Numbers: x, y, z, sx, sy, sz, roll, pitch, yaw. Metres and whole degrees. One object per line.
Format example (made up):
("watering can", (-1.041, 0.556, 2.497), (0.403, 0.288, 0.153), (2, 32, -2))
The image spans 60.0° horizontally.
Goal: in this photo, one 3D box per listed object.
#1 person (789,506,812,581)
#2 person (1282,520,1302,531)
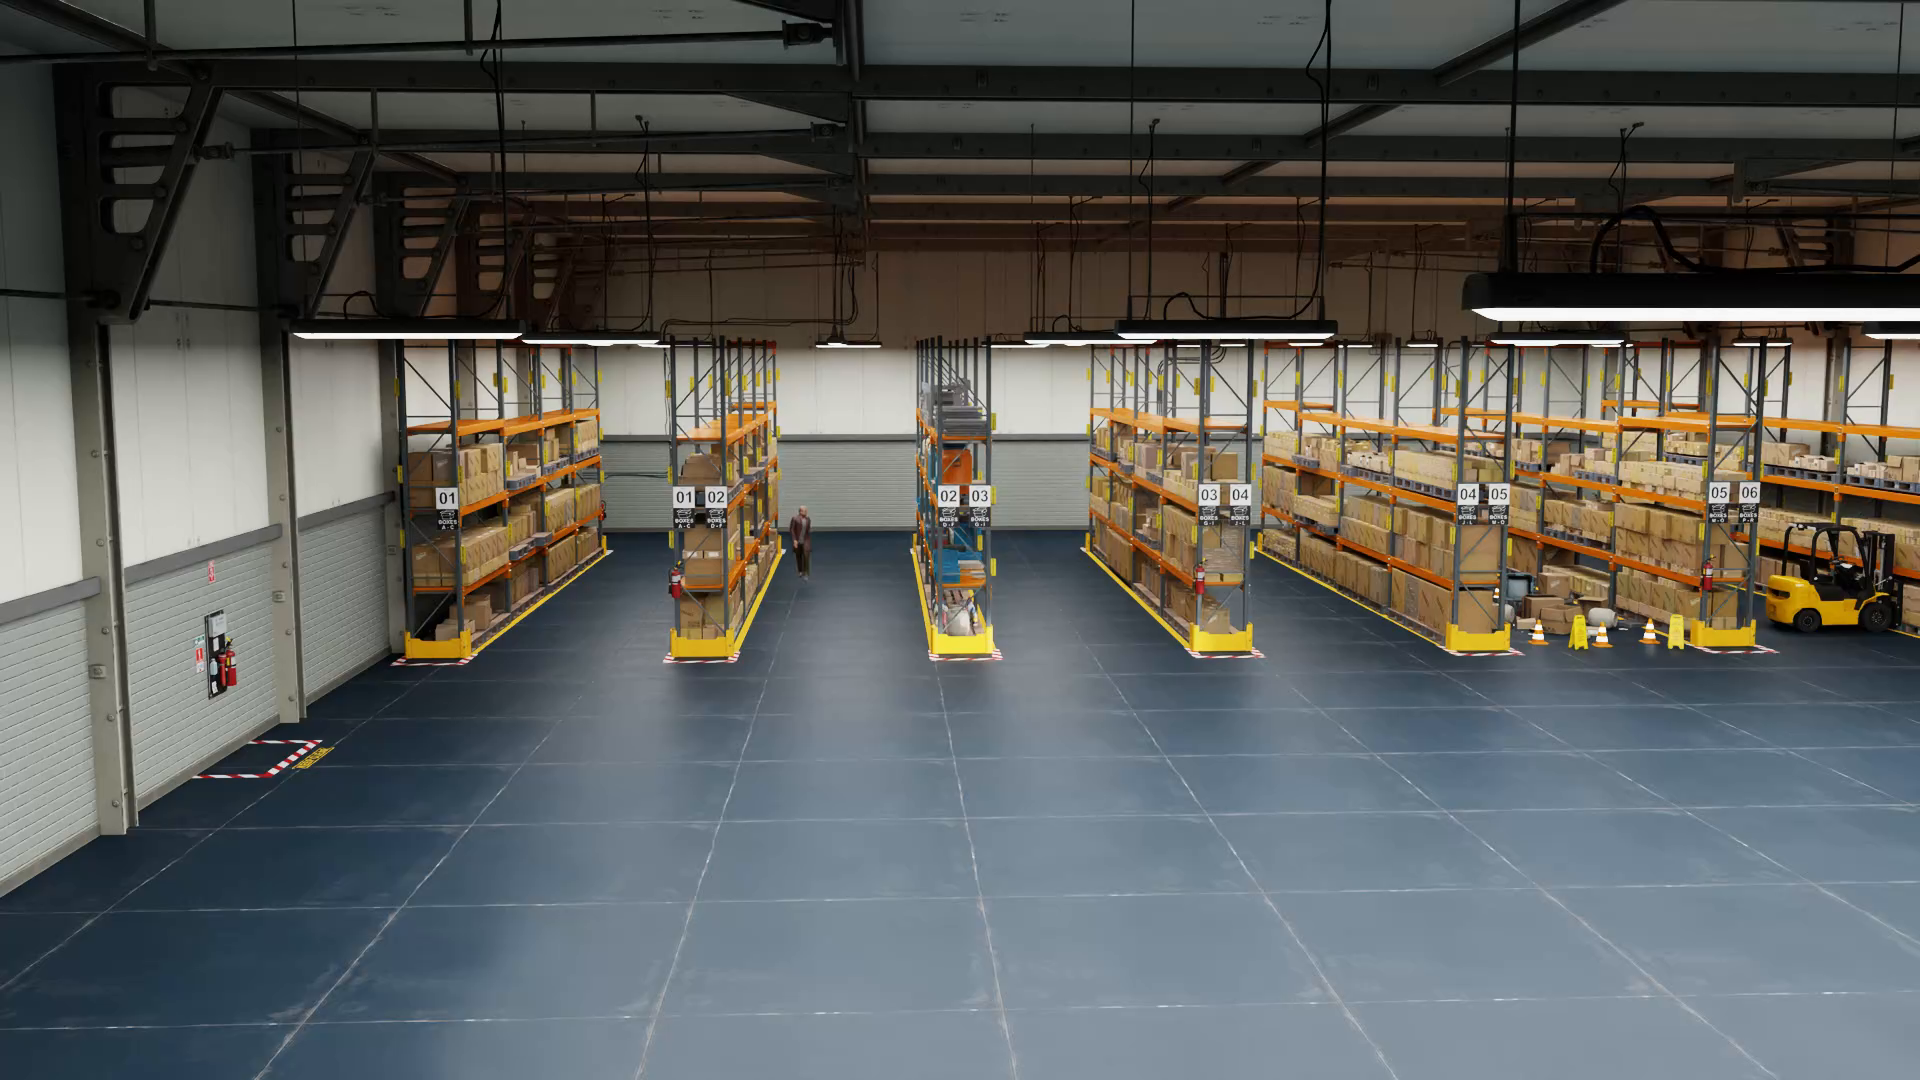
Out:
("person", (-3.775, 0.059, 39.451), (0.526, 1.747, 0.985), (0, 6, 0))
("person", (9.955, -0.782, 49.988), (0.727, 1.638, 0.492), (-4, 8, -35))
